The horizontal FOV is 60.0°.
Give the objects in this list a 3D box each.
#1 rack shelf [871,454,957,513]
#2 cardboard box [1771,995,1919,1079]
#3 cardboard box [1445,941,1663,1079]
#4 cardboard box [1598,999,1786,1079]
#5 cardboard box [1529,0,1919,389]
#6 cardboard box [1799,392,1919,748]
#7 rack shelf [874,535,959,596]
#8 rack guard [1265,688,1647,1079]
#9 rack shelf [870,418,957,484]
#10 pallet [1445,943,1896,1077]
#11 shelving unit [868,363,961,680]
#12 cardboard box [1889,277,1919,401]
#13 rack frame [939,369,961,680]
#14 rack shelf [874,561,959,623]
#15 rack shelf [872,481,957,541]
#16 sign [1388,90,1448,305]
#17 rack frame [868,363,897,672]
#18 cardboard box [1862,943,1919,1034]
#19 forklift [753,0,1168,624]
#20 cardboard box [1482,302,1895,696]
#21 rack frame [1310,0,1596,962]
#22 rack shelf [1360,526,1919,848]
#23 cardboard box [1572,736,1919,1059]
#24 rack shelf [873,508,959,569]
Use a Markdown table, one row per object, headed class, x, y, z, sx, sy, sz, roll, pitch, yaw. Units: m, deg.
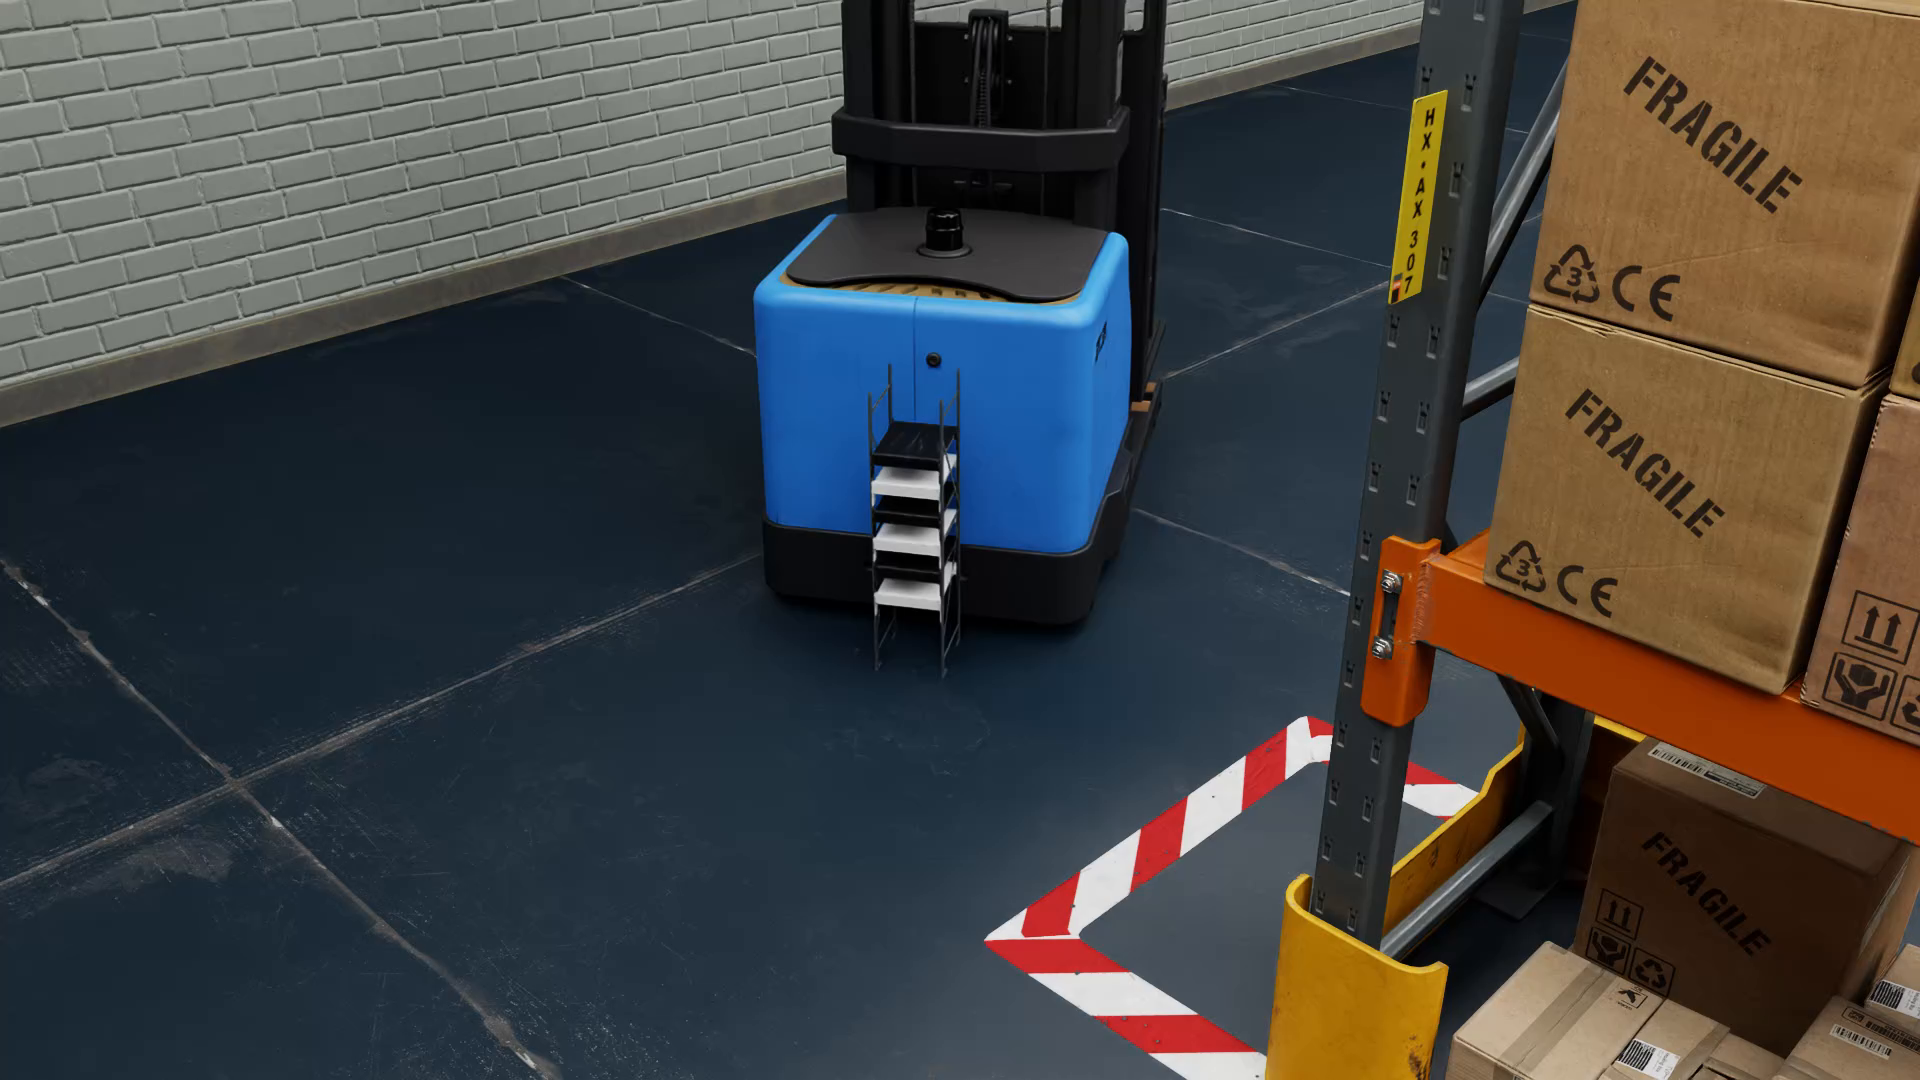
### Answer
| class | x | y | z | sx | sy | sz | roll | pitch | yaw |
| --- | --- | --- | --- | --- | --- | --- | --- | --- | --- |
| rack shelf | -0.126 | -0.176 | 4.802 | 0.200 | 0.077 | 0.258 | 6 | 28 | 11 |
| cardboard box | 1.647 | 1.124 | 2.872 | 0.500 | 0.250 | 0.500 | 25 | 36 | 38 |
| cardboard box | 1.159 | 0.985 | 3.245 | 0.250 | 0.149 | 0.380 | 25 | 36 | 38 |
| cardboard box | 1.338 | 1.058 | 3.086 | 0.250 | 0.166 | 0.380 | 25 | 36 | 38 |
| cardboard box | 1.233 | -0.588 | 2.463 | 0.500 | 0.500 | 0.500 | -24 | 36 | -38 |
| cardboard box | 1.605 | 0.021 | 2.379 | 0.500 | 0.500 | 0.500 | 24 | 36 | 38 |
| rack shelf | -0.126 | 0.063 | 4.928 | 0.200 | 0.077 | 0.258 | 6 | 28 | 11 |
| rack guard | 1.156 | 0.798 | 3.695 | 0.348 | 0.500 | 1.175 | 25 | 36 | 38 |
| rack shelf | -0.126 | -0.256 | 4.760 | 0.200 | 0.077 | 0.258 | 6 | 28 | 11 |
| pallet | 1.725 | 1.186 | 3.269 | 1.213 | 0.211 | 1.003 | 25 | 36 | 38 |
| shelving unit | -0.126 | -0.046 | 4.871 | 0.210 | 0.900 | 0.258 | 6 | 28 | 11 |
| cardboard box | 1.611 | -0.420 | 2.143 | 0.500 | 0.500 | 0.500 | -25 | 37 | -39 |
| rack frame | -0.027 | -0.036 | 4.851 | 0.006 | 0.900 | 0.240 | 6 | 28 | 11 |
| rack shelf | -0.126 | 0.142 | 4.970 | 0.200 | 0.077 | 0.258 | 6 | 28 | 11 |
| rack shelf | -0.126 | -0.096 | 4.844 | 0.200 | 0.077 | 0.258 | 6 | 28 | 11 |
| sign | 0.722 | -0.536 | 2.617 | 0.005 | 0.325 | 0.100 | 25 | 36 | 38 |
| rack frame | -0.226 | -0.057 | 4.890 | 0.006 | 0.900 | 0.240 | 6 | 28 | 11 |
| cardboard box | 1.888 | 0.984 | 3.228 | 0.250 | 0.166 | 0.380 | 25 | 36 | 38 |
| forklift | 0.195 | -1.705 | 5.843 | 1.130 | 2.935 | 3.031 | 6 | 28 | 11 |
| cardboard box | 1.233 | -0.145 | 2.696 | 0.500 | 0.500 | 0.500 | -24 | 36 | -38 |
| rack frame | 1.102 | -0.333 | 3.161 | 0.127 | 3.000 | 1.000 | 25 | 36 | 38 |
| rack shelf | 2.528 | 0.638 | 2.087 | 4.000 | 0.370 | 1.077 | 25 | 36 | 38 |
| cardboard box | 1.662 | 0.674 | 3.458 | 0.500 | 0.500 | 0.500 | 25 | 36 | 38 |
| rack shelf | -0.126 | -0.017 | 4.886 | 0.200 | 0.077 | 0.258 | 6 | 28 | 11 |
